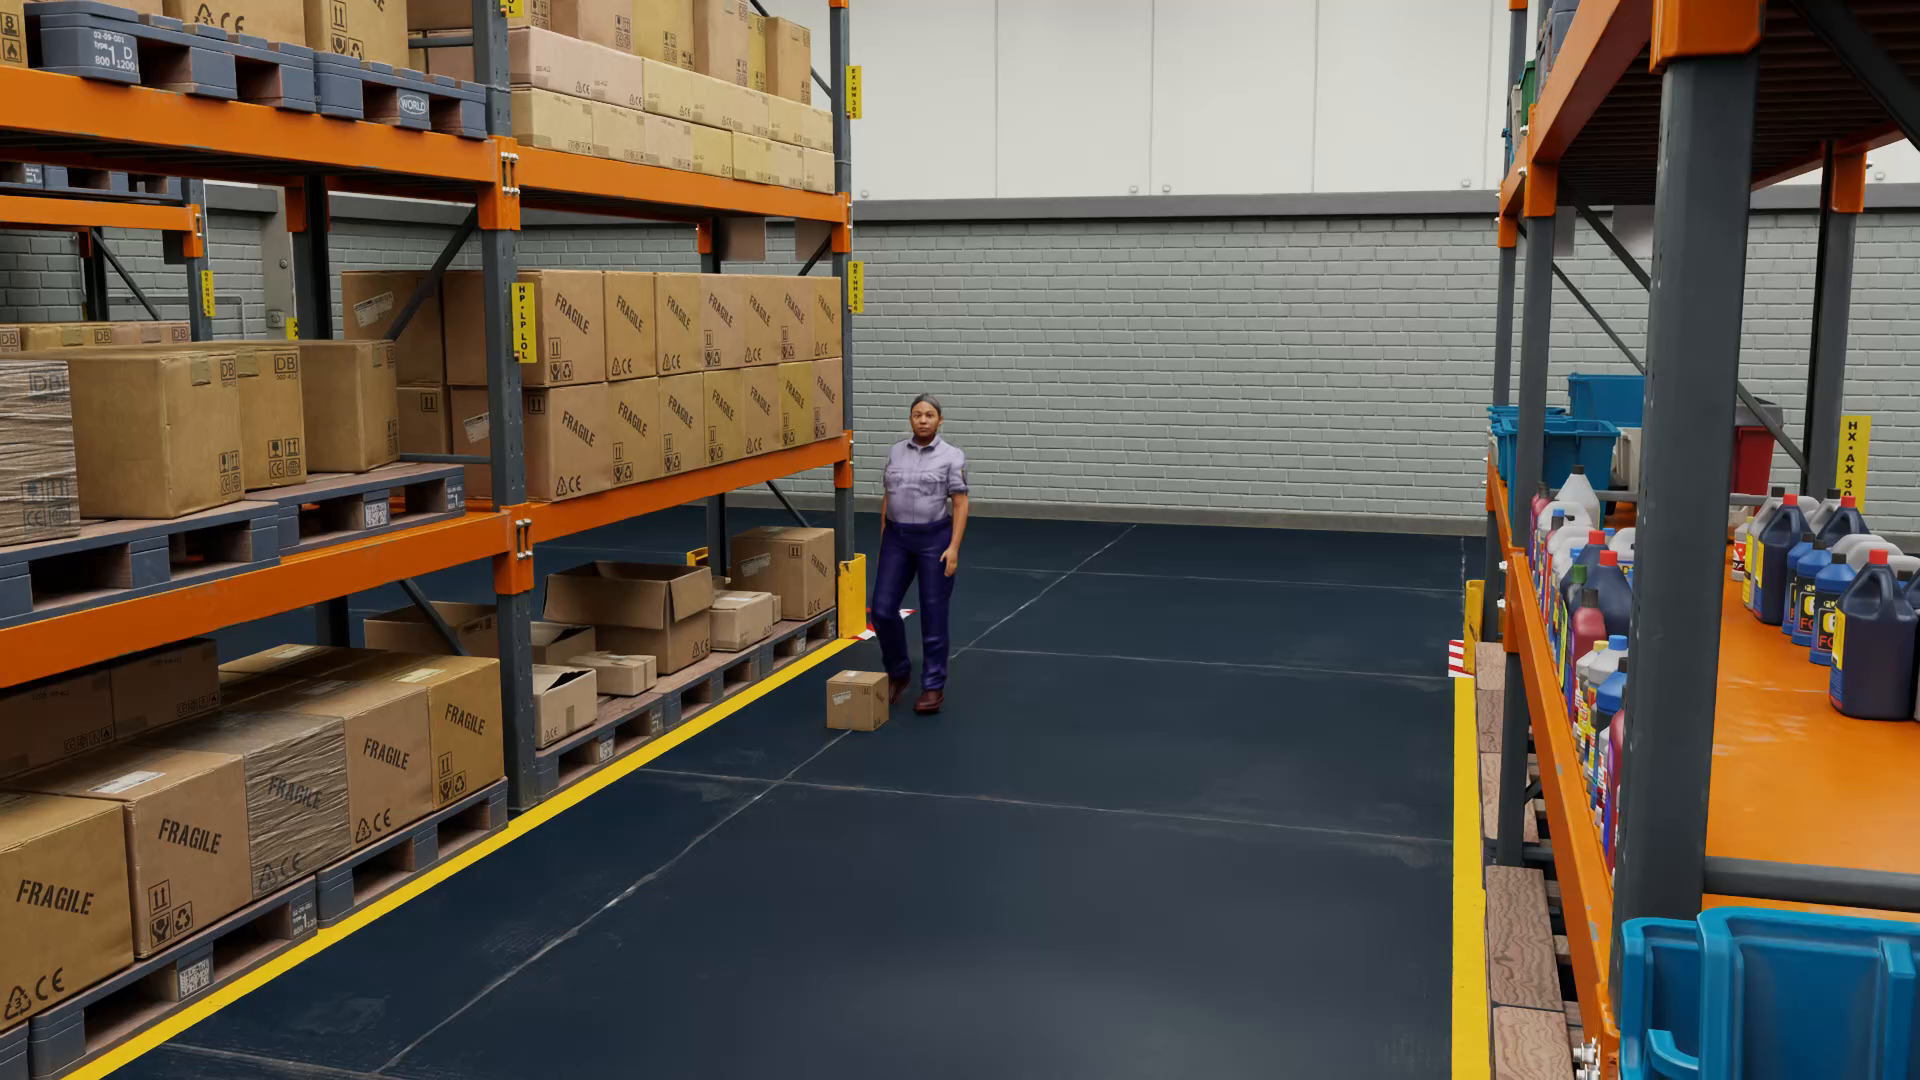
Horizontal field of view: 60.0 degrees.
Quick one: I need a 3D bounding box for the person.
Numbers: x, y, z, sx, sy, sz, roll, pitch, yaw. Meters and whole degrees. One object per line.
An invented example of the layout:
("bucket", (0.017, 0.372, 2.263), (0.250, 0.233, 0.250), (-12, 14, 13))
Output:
("person", (-0.222, 0.088, 8.834), (0.522, 1.714, 0.439), (3, 9, 19))
